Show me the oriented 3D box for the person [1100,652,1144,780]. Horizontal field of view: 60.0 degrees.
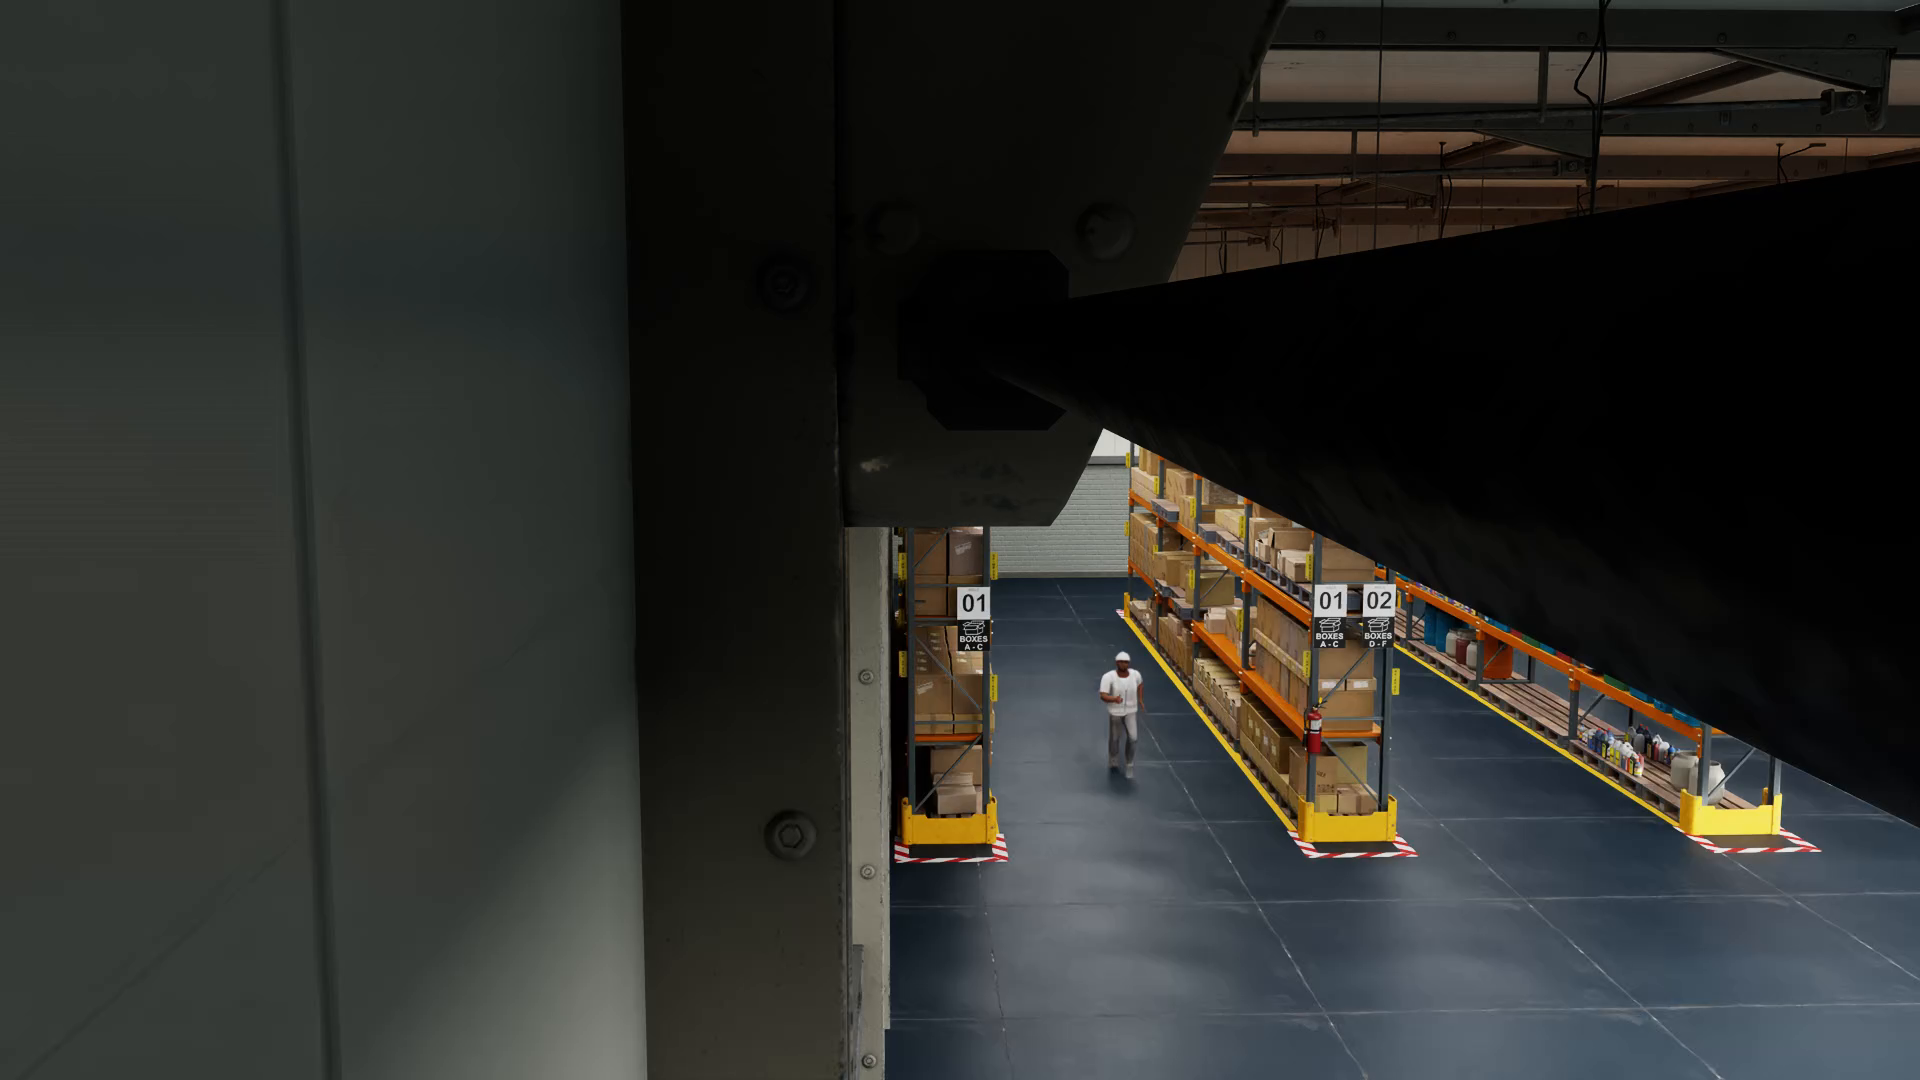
[{"bbox_3d":[2.298,2.463,23.463,0.683,1.812,0.821,-1,7,-8],"label":"person"}]
